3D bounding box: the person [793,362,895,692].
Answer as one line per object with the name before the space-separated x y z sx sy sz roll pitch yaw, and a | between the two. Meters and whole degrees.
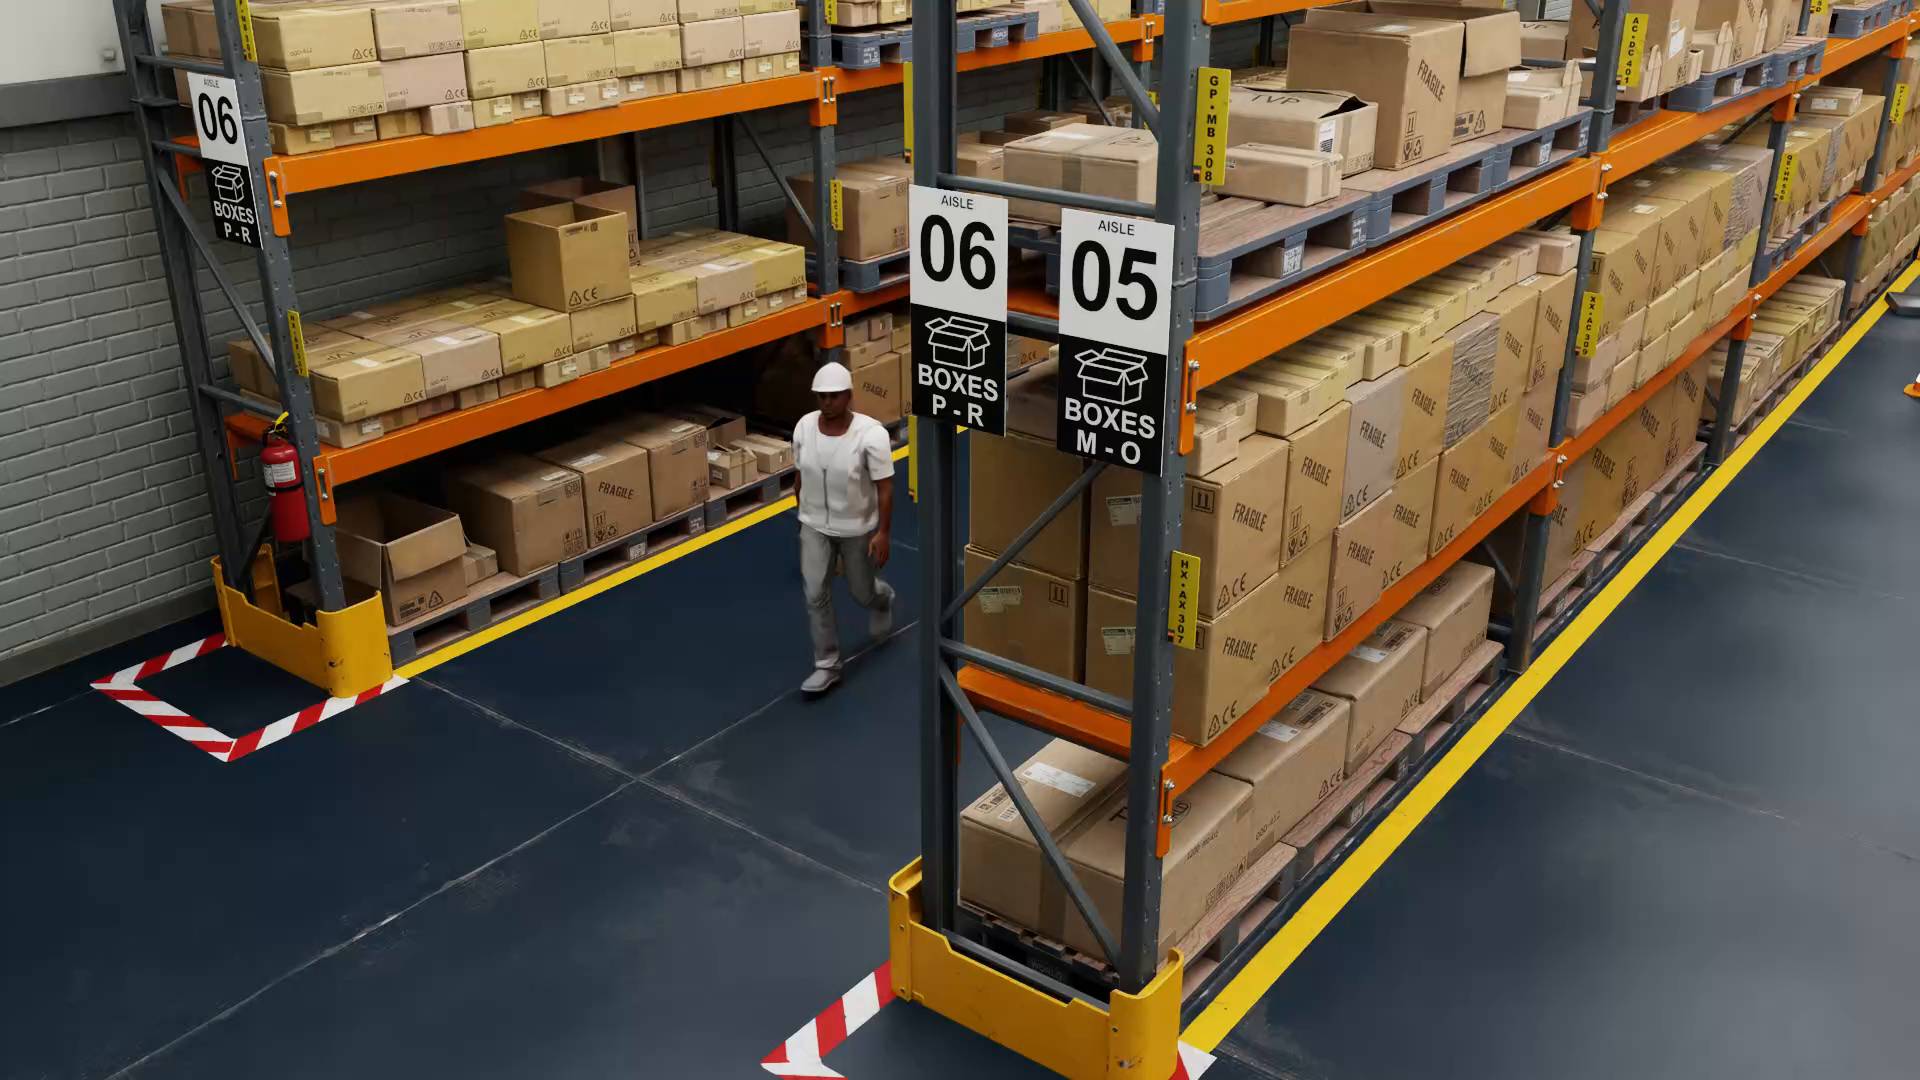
person | -0.607 -0.106 8.812 0.589 1.741 0.899 7 24 17
